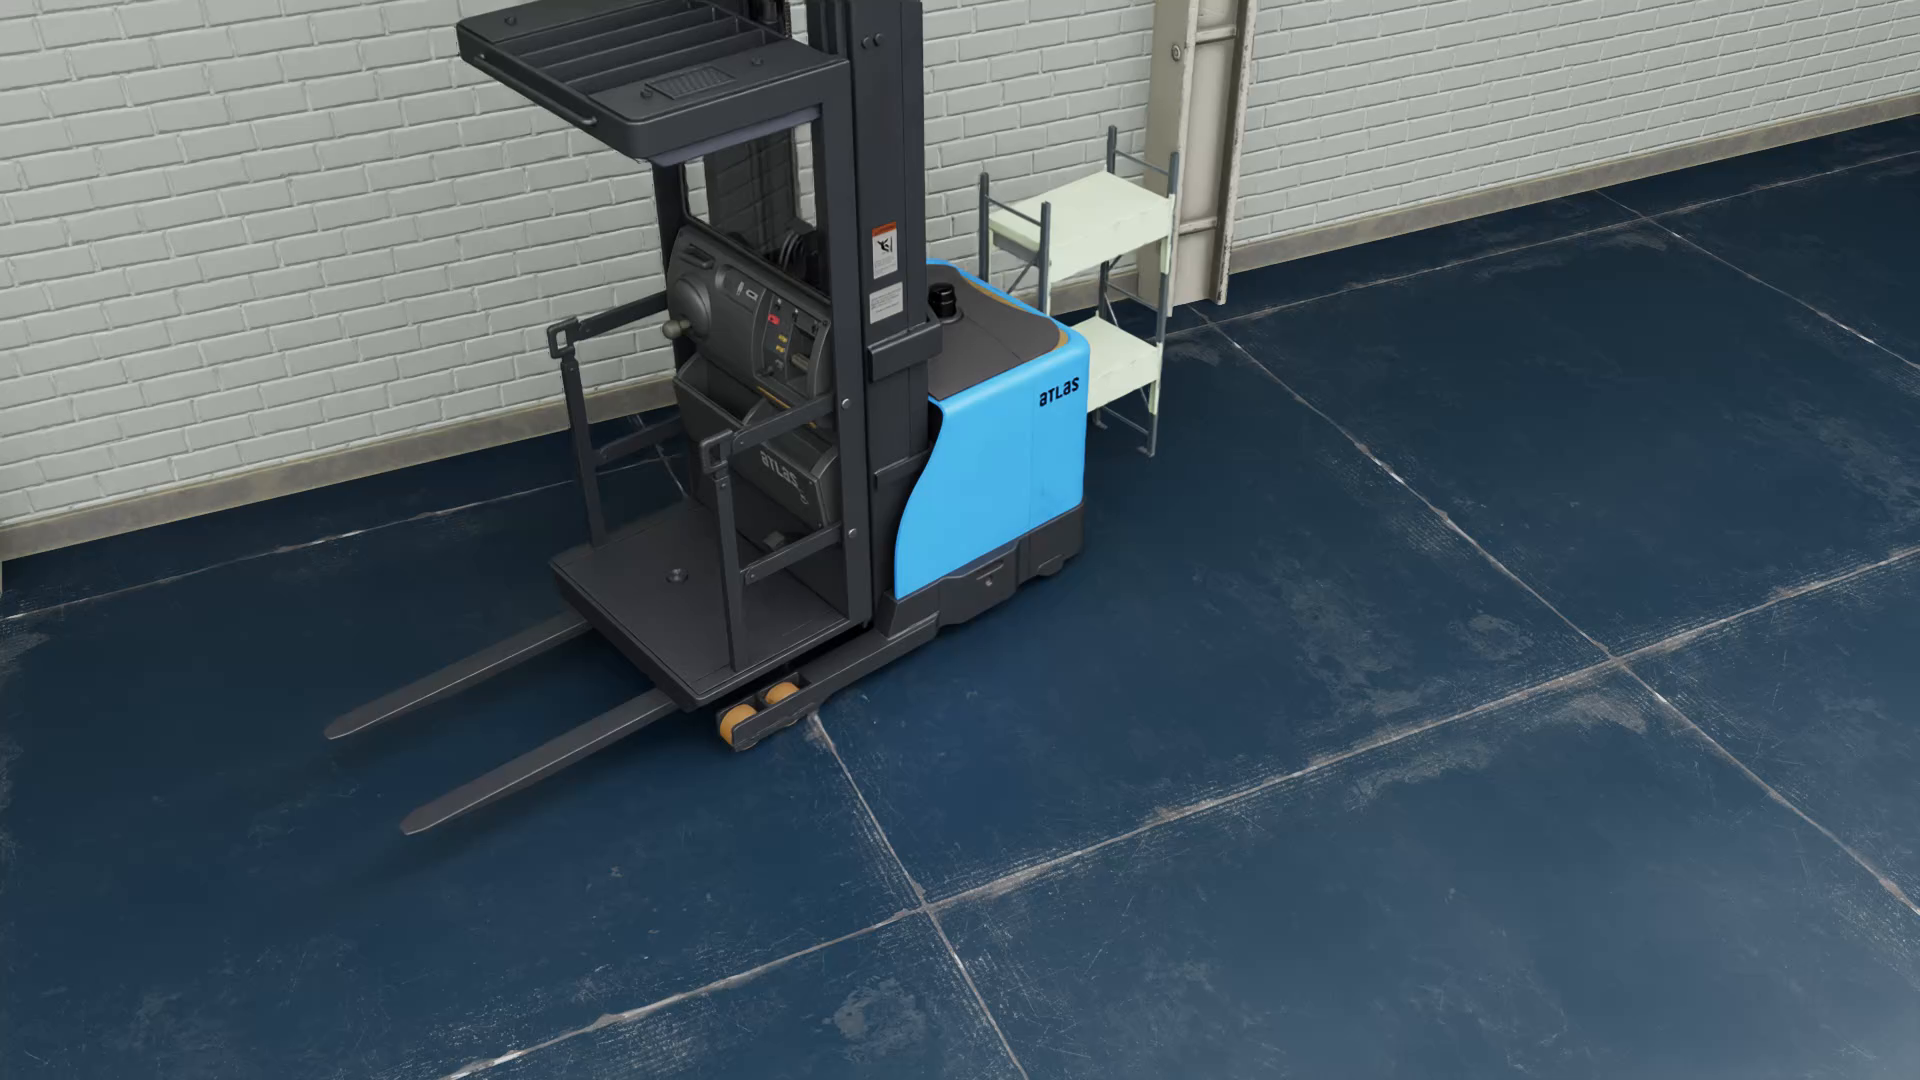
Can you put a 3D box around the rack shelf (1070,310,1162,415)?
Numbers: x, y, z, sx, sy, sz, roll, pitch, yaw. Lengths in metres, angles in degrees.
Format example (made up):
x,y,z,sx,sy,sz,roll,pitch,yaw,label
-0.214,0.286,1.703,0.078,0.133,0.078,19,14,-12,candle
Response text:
x,y,z,sx,sy,sz,roll,pitch,yaw,label
0.496,-0.681,7.457,0.720,0.370,0.431,-27,44,-32,rack shelf

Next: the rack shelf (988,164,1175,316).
x,y,z,sx,sy,sz,roll,pitch,yaw,label
0.496,-1.256,7.030,0.720,0.370,0.431,-27,44,-32,rack shelf

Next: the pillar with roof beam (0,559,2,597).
x,y,z,sx,sy,sz,roll,pitch,yaw,label
-2.408,-1.086,1.161,0.400,9.000,9.100,-16,39,-20,pillar with roof beam

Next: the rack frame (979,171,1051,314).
x,y,z,sx,sy,sz,roll,pitch,yaw,label
0.218,-0.801,7.071,0.023,1.500,0.400,-27,44,-32,rack frame

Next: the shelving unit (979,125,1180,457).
x,y,z,sx,sy,sz,roll,pitch,yaw,label
0.496,-0.943,7.262,0.755,1.500,0.431,-27,44,-32,shelving unit

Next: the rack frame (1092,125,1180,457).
x,y,z,sx,sy,sz,roll,pitch,yaw,label
0.774,-1.085,7.454,0.023,1.500,0.400,-27,44,-32,rack frame

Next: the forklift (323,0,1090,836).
x,y,z,sx,sy,sz,roll,pitch,yaw,label
-0.919,-0.751,5.802,3.031,2.935,1.130,-27,44,-32,forklift

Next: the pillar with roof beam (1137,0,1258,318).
x,y,z,sx,sy,sz,roll,pitch,yaw,label
3.024,-2.605,3.208,0.400,9.000,9.100,-16,39,-20,pillar with roof beam
